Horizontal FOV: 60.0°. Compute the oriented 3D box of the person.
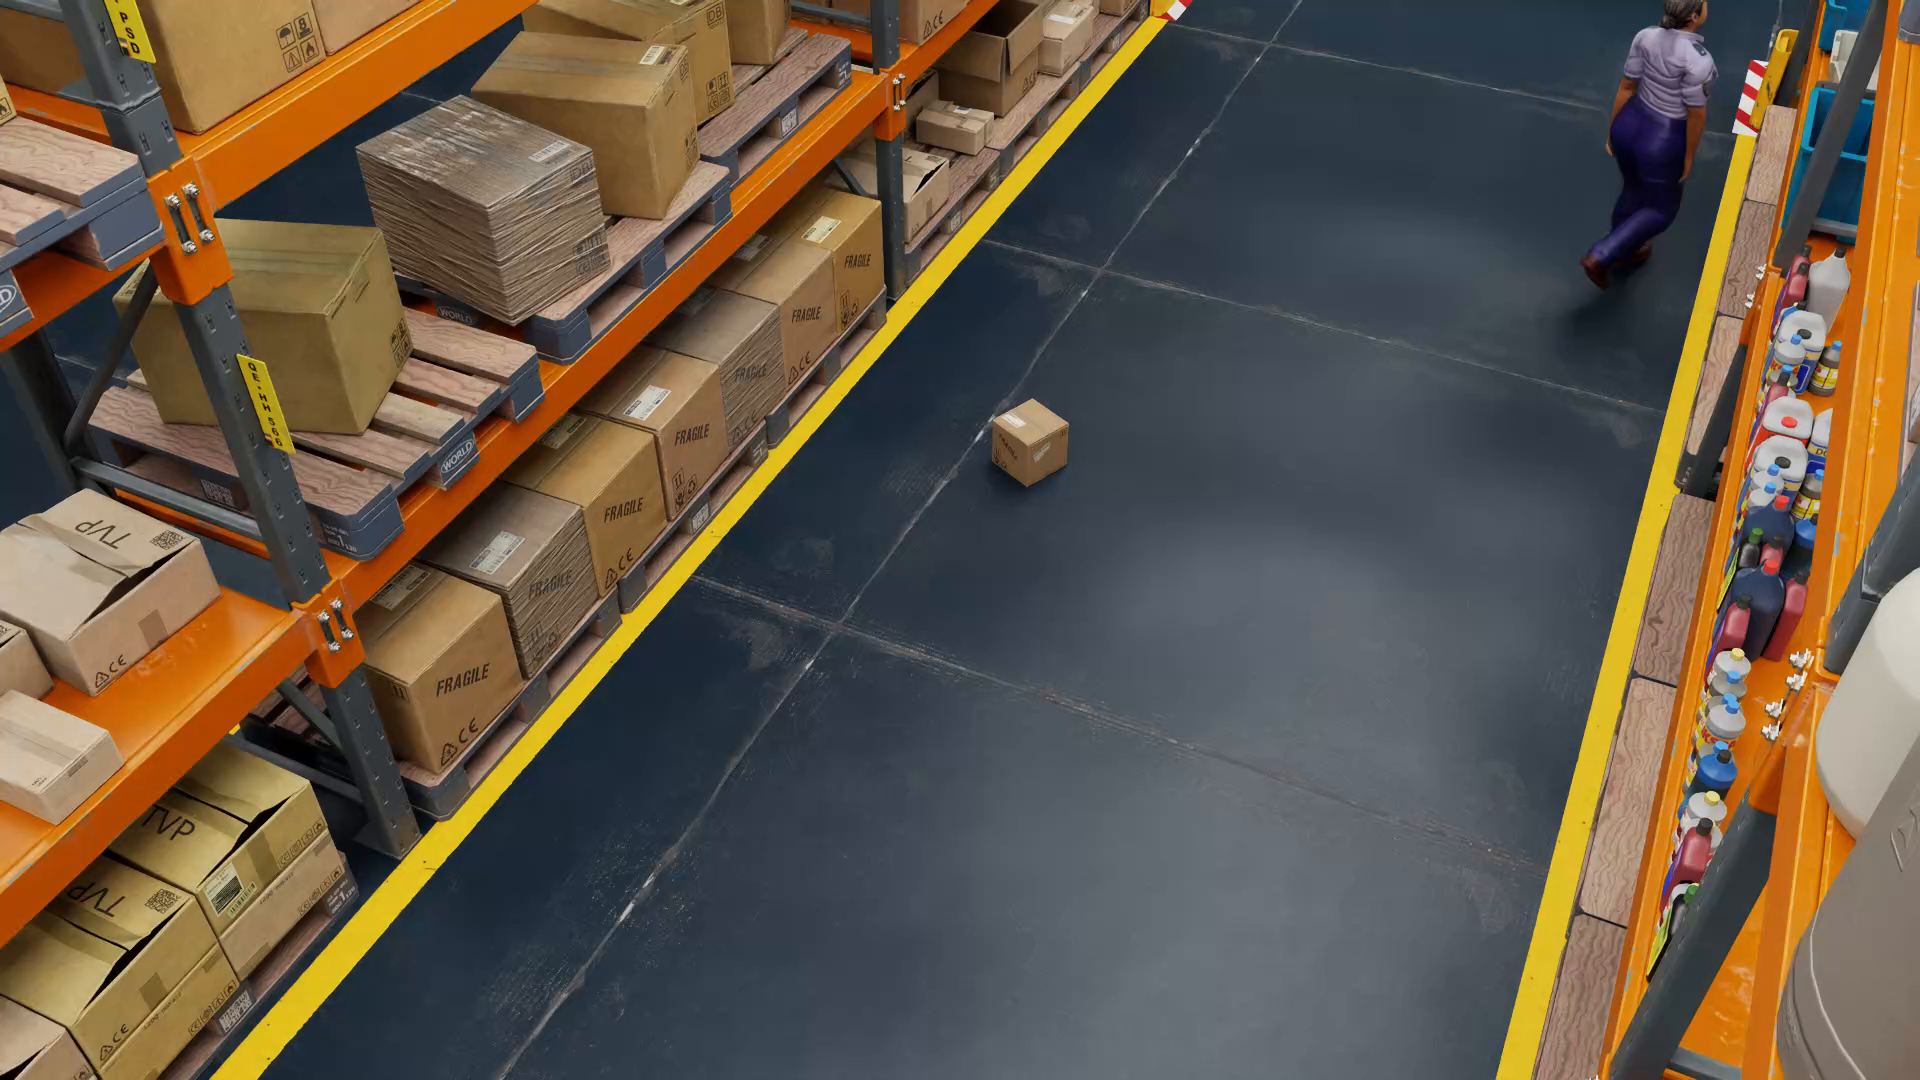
[{"bbox_3d":[3.471,-2.008,8.371,0.757,1.613,0.486,-21,46,-22],"label":"person"}]
